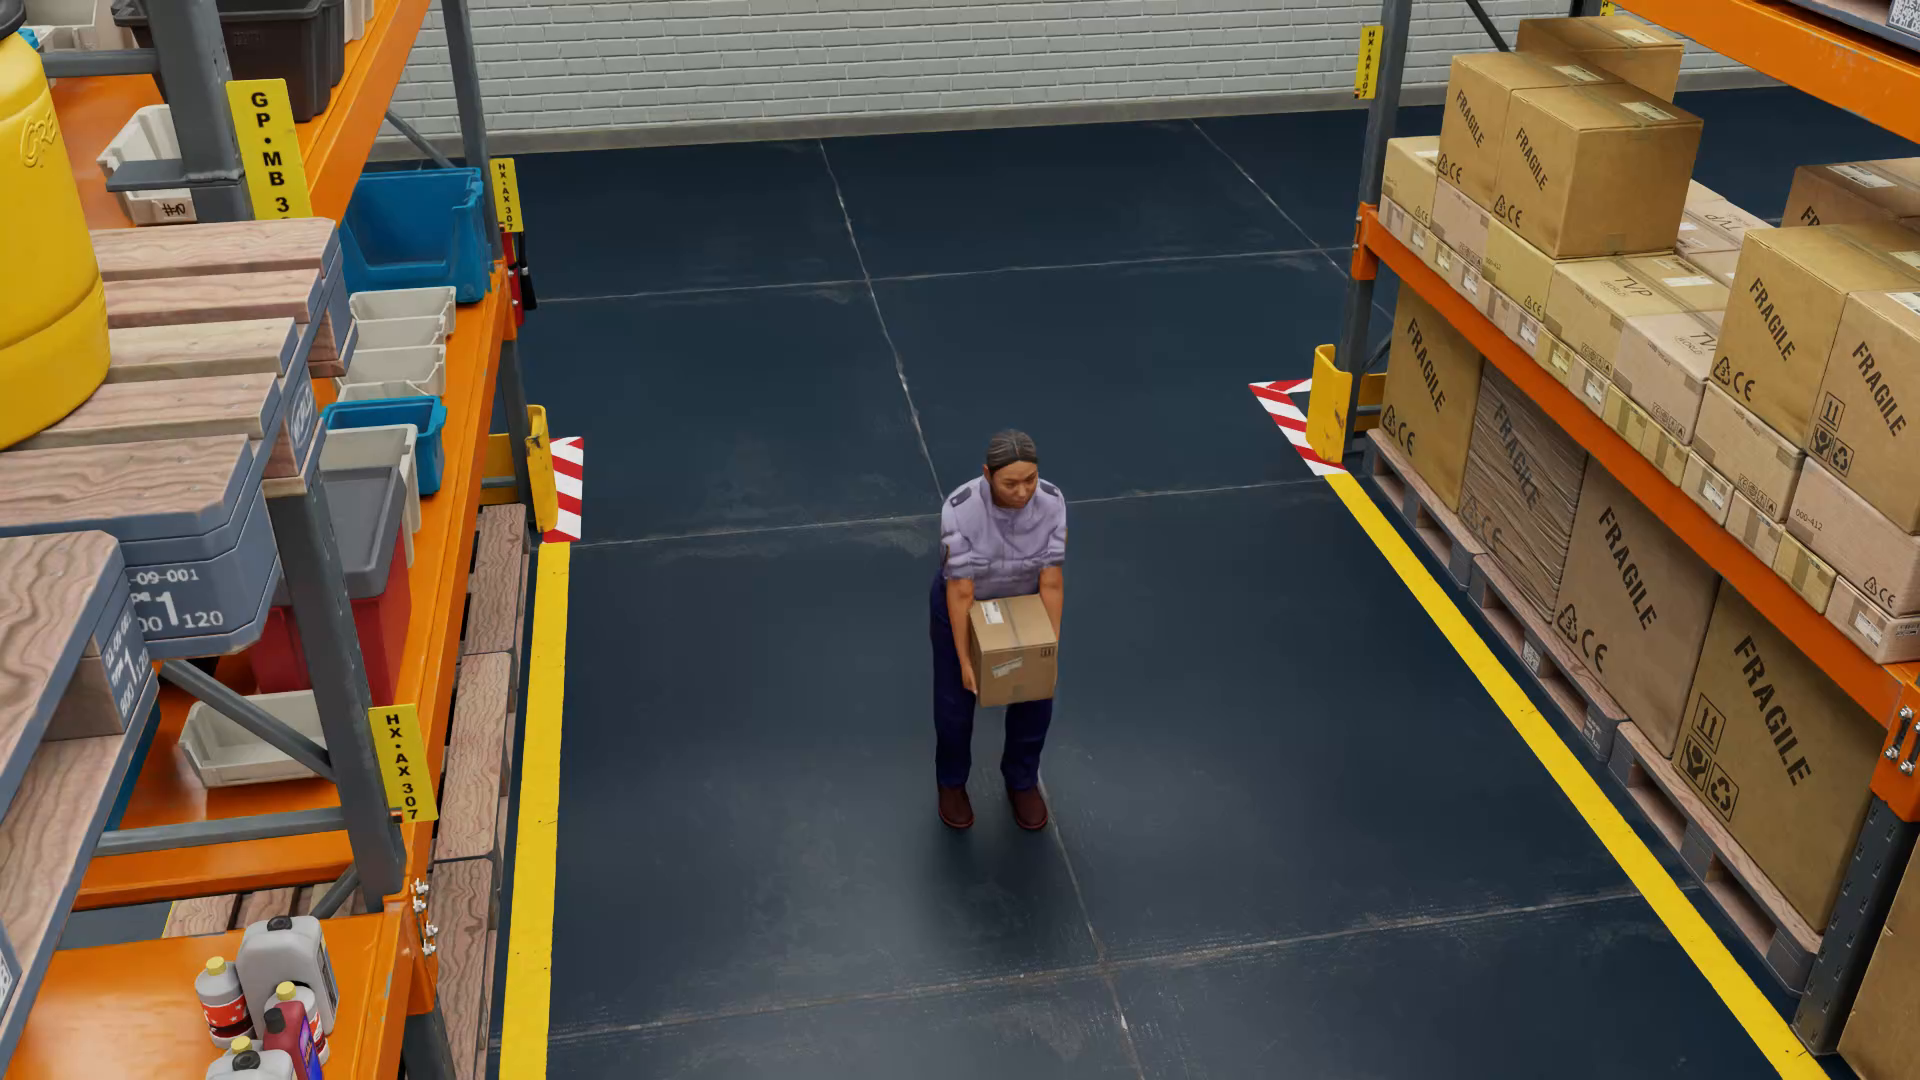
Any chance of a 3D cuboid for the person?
[{"bbox_3d":[0.130,0.306,5.682,0.441,1.609,0.571,-6,31,-10],"label":"person"}]
